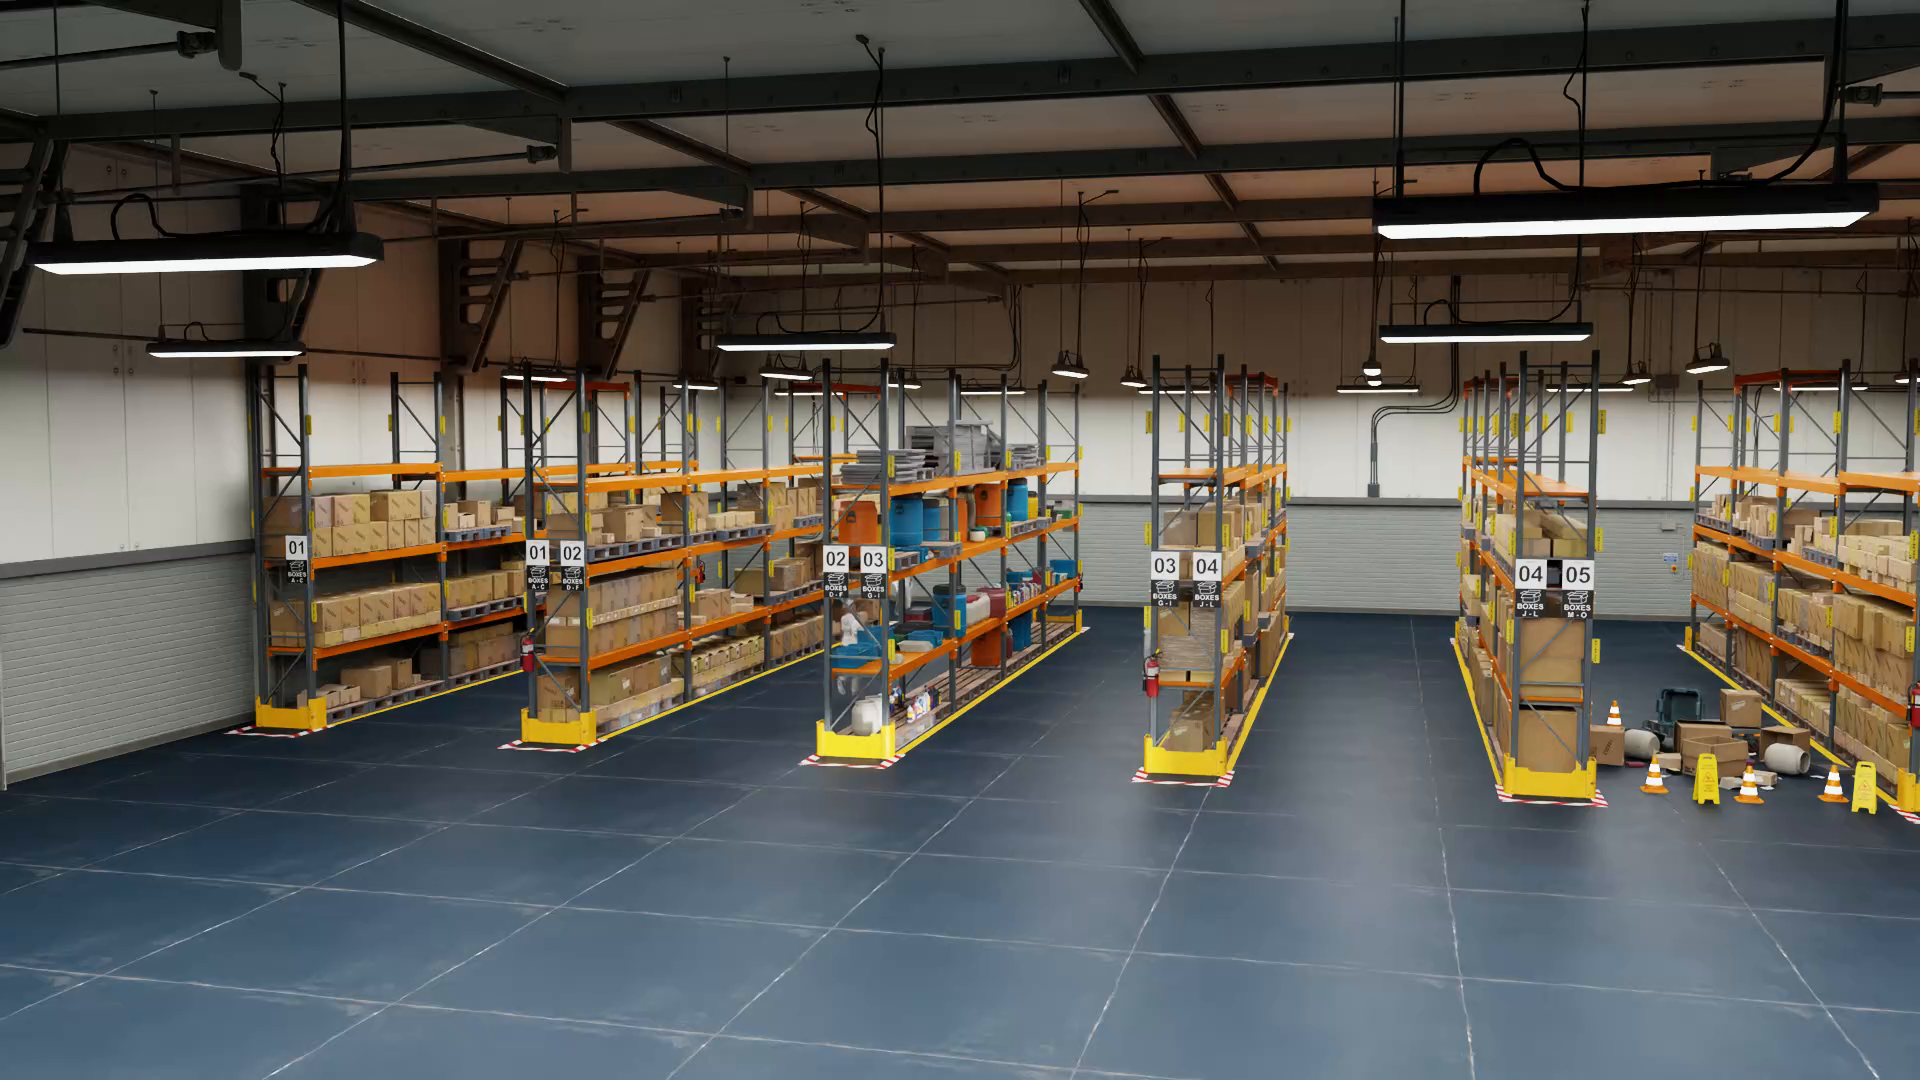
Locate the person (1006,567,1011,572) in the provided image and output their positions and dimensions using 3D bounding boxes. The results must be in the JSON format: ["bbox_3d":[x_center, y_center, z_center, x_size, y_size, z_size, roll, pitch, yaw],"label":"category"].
[{"bbox_3d":[1.088,1.455,39.869,0.351,1.605,0.465,-2,4,-26],"label":"person"}]

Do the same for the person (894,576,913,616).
[{"bbox_3d":[-1.460,1.220,42.984,0.534,1.639,0.939,-1,4,-16],"label":"person"}]

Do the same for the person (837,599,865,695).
[{"bbox_3d":[-1.976,1.959,30.409,0.550,1.766,0.550,-4,5,-42],"label":"person"}]

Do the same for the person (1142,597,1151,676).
[{"bbox_3d":[3.912,1.889,33.385,0.467,1.615,0.970,1,4,17],"label":"person"}]
